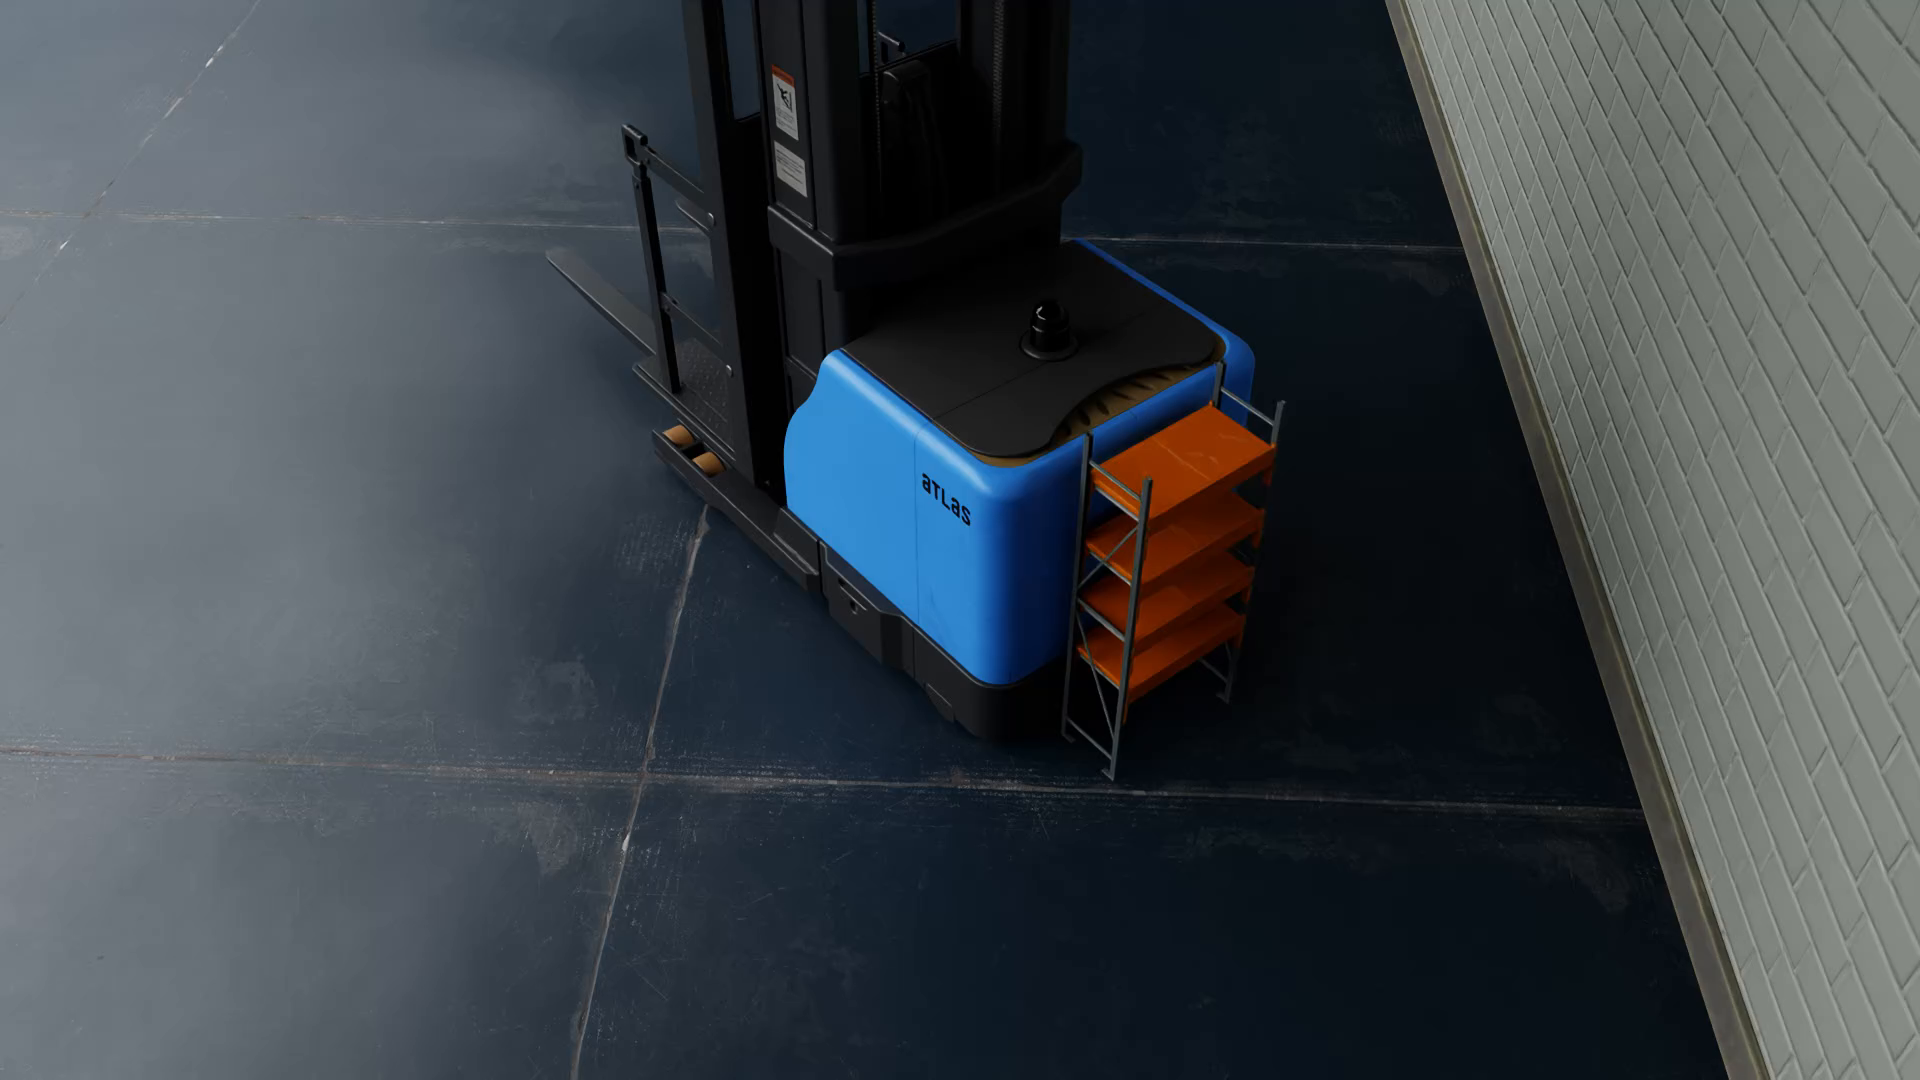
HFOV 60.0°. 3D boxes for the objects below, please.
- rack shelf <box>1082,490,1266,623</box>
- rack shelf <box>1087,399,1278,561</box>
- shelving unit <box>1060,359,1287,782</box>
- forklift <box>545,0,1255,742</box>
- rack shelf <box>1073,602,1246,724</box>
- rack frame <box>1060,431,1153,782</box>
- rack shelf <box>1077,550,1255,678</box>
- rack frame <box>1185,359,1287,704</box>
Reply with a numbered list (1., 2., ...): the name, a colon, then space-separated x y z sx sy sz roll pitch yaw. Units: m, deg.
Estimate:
1. rack shelf: 0.586 0.003 4.634 0.480 0.148 0.258 -29 51 -27
2. rack shelf: 0.588 -0.168 4.470 0.480 0.148 0.258 -29 51 -27
3. shelving unit: 0.584 0.117 4.741 0.503 1.200 0.258 -29 51 -27
4. forklift: -0.450 -1.409 5.112 1.130 2.935 3.031 -29 50 -27
5. rack shelf: 0.582 0.309 4.925 0.480 0.148 0.258 -29 51 -27
6. rack frame: 0.395 0.222 4.629 0.015 1.200 0.240 -29 51 -27
7. rack shelf: 0.584 0.165 4.788 0.480 0.148 0.258 -29 51 -27
8. rack frame: 0.774 0.012 4.854 0.015 1.200 0.240 -29 51 -27
